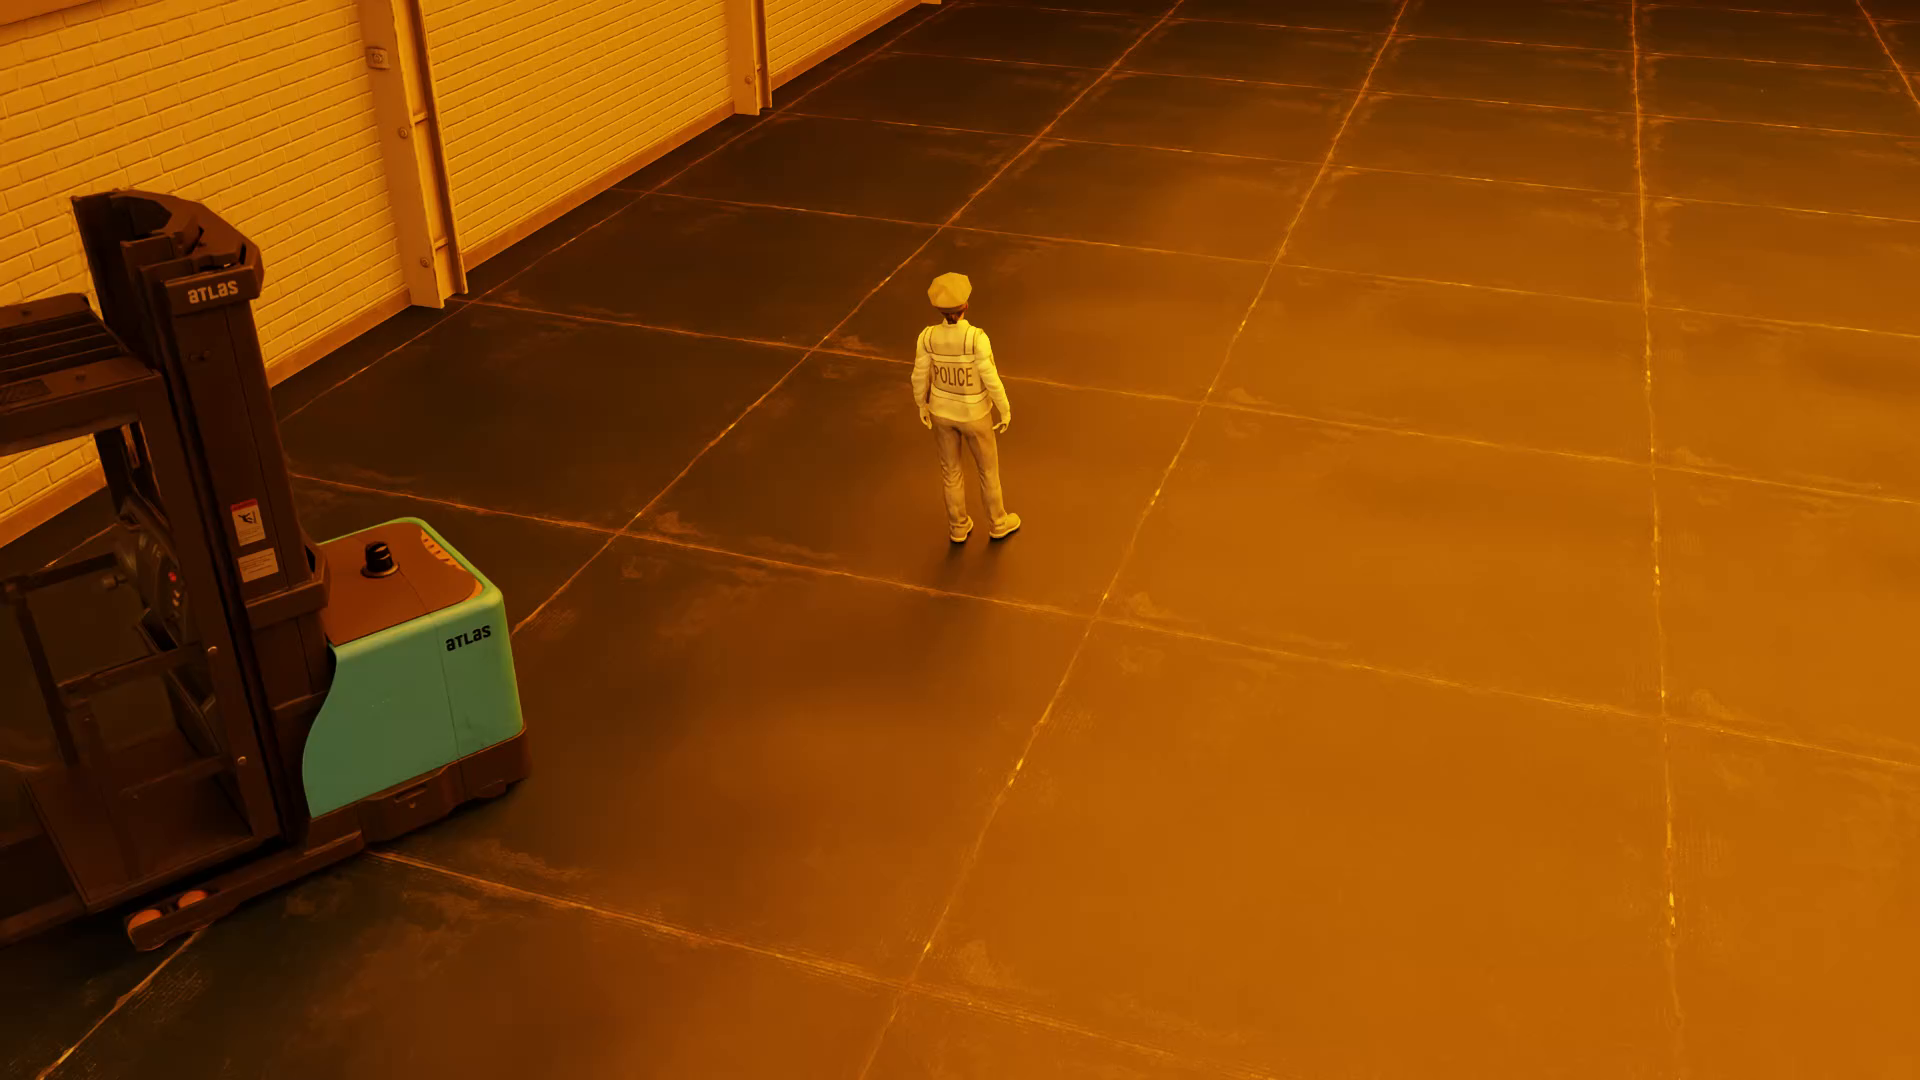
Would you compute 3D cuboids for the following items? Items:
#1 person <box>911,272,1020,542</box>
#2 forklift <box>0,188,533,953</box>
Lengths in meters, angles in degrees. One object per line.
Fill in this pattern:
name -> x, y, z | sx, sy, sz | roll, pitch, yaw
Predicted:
person -> 0.028, -0.774, 9.727 | 0.587, 1.695, 0.531 | 10, 31, 16
forklift -> -3.526, 0.168, 6.841 | 3.031, 2.935, 1.130 | -22, 36, -33
